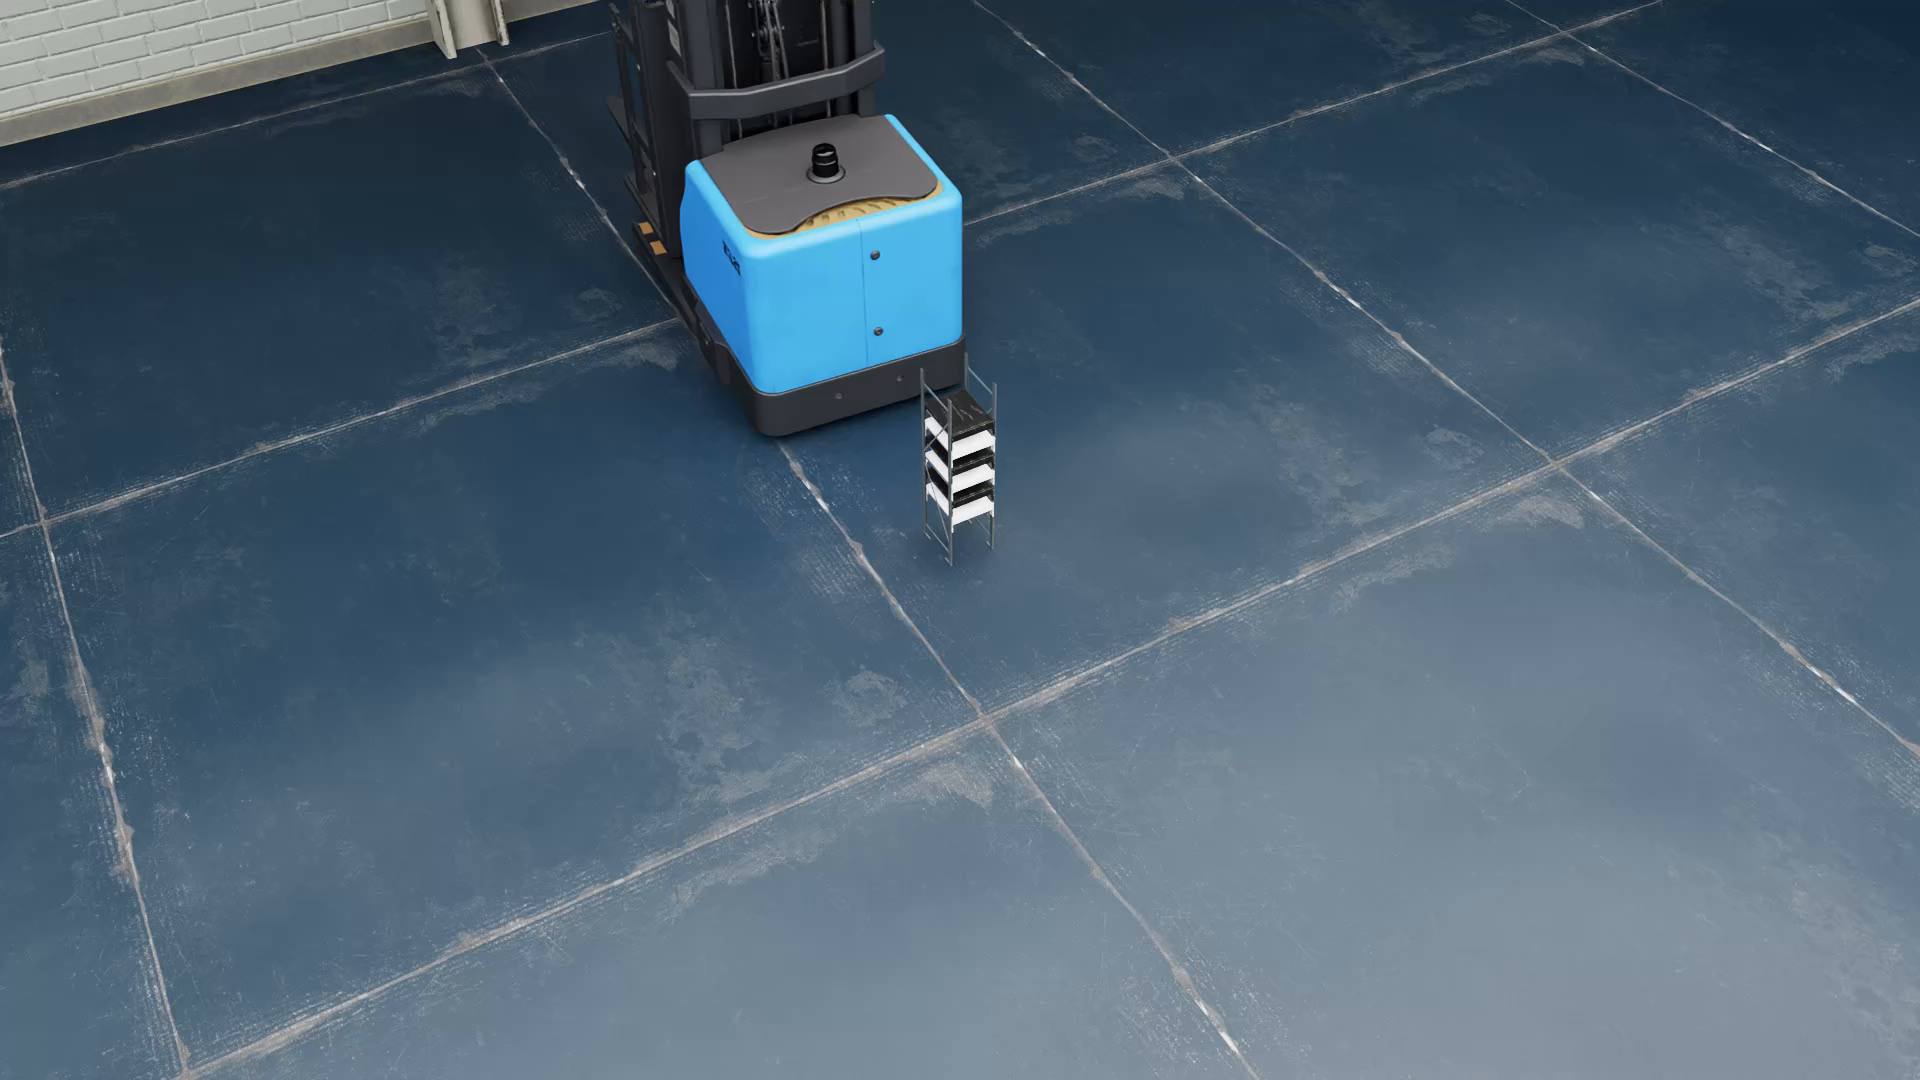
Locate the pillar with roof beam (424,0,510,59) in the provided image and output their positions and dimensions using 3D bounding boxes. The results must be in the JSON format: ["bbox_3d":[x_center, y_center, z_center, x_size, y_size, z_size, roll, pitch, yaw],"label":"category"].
[{"bbox_3d":[-0.908,-3.749,4.581,0.400,9.000,9.100,-22,48,-21],"label":"pillar with roof beam"}]

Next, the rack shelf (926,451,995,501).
[{"bbox_3d":[-0.007,-0.296,6.886,0.200,0.077,0.258,-22,48,-21],"label":"rack shelf"}]

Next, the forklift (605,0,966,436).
[{"bbox_3d":[-1.062,-2.555,7.708,1.130,2.935,3.031,-18,47,-18],"label":"forklift"}]

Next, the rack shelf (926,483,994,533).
[{"bbox_3d":[-0.007,-0.167,7.012,0.200,0.077,0.258,-22,48,-21],"label":"rack shelf"}]

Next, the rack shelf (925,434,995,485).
[{"bbox_3d":[-0.007,-0.361,6.824,0.200,0.077,0.258,-22,48,-21],"label":"rack shelf"}]

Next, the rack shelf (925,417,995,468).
[{"bbox_3d":[-0.007,-0.425,6.761,0.200,0.077,0.258,-22,48,-21],"label":"rack shelf"}]

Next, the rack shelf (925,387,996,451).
[{"bbox_3d":[-0.007,-0.490,6.698,0.200,0.077,0.258,-22,48,-21],"label":"rack shelf"}]

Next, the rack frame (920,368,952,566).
[{"bbox_3d":[-0.095,-0.285,6.827,0.006,0.900,0.240,-22,48,-21],"label":"rack frame"}]

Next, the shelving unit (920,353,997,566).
[{"bbox_3d":[-0.007,-0.320,6.863,0.210,0.900,0.258,-22,48,-21],"label":"shelving unit"}]

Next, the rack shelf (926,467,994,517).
[{"bbox_3d":[-0.007,-0.232,6.949,0.200,0.077,0.258,-22,48,-21],"label":"rack shelf"}]

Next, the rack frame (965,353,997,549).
[{"bbox_3d":[0.081,-0.355,6.899,0.006,0.900,0.240,-22,48,-21],"label":"rack frame"}]
